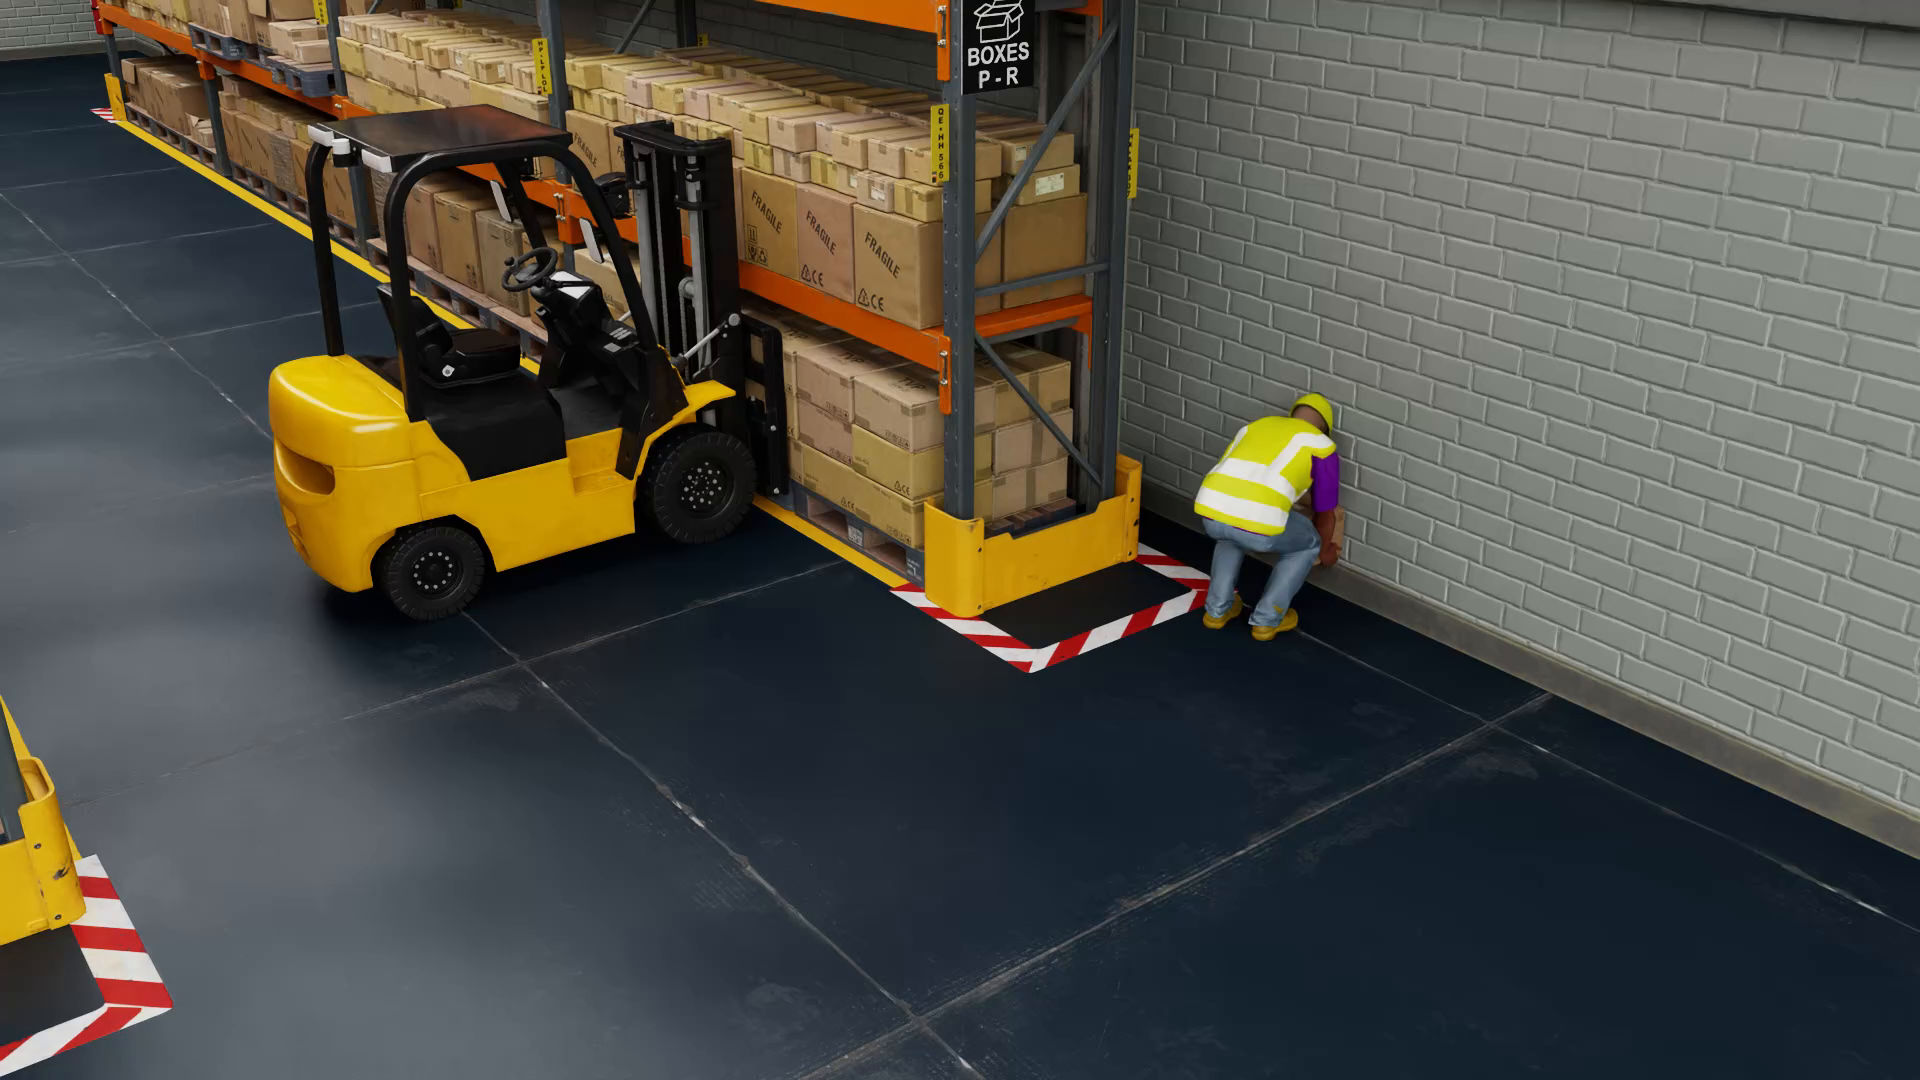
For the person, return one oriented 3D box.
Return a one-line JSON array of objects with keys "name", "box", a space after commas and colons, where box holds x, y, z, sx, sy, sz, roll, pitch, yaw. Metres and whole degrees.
[{"name": "person", "box": [1.438, -0.105, 7.725, 0.523, 1.005, 0.951, 18, 30, 35]}]
